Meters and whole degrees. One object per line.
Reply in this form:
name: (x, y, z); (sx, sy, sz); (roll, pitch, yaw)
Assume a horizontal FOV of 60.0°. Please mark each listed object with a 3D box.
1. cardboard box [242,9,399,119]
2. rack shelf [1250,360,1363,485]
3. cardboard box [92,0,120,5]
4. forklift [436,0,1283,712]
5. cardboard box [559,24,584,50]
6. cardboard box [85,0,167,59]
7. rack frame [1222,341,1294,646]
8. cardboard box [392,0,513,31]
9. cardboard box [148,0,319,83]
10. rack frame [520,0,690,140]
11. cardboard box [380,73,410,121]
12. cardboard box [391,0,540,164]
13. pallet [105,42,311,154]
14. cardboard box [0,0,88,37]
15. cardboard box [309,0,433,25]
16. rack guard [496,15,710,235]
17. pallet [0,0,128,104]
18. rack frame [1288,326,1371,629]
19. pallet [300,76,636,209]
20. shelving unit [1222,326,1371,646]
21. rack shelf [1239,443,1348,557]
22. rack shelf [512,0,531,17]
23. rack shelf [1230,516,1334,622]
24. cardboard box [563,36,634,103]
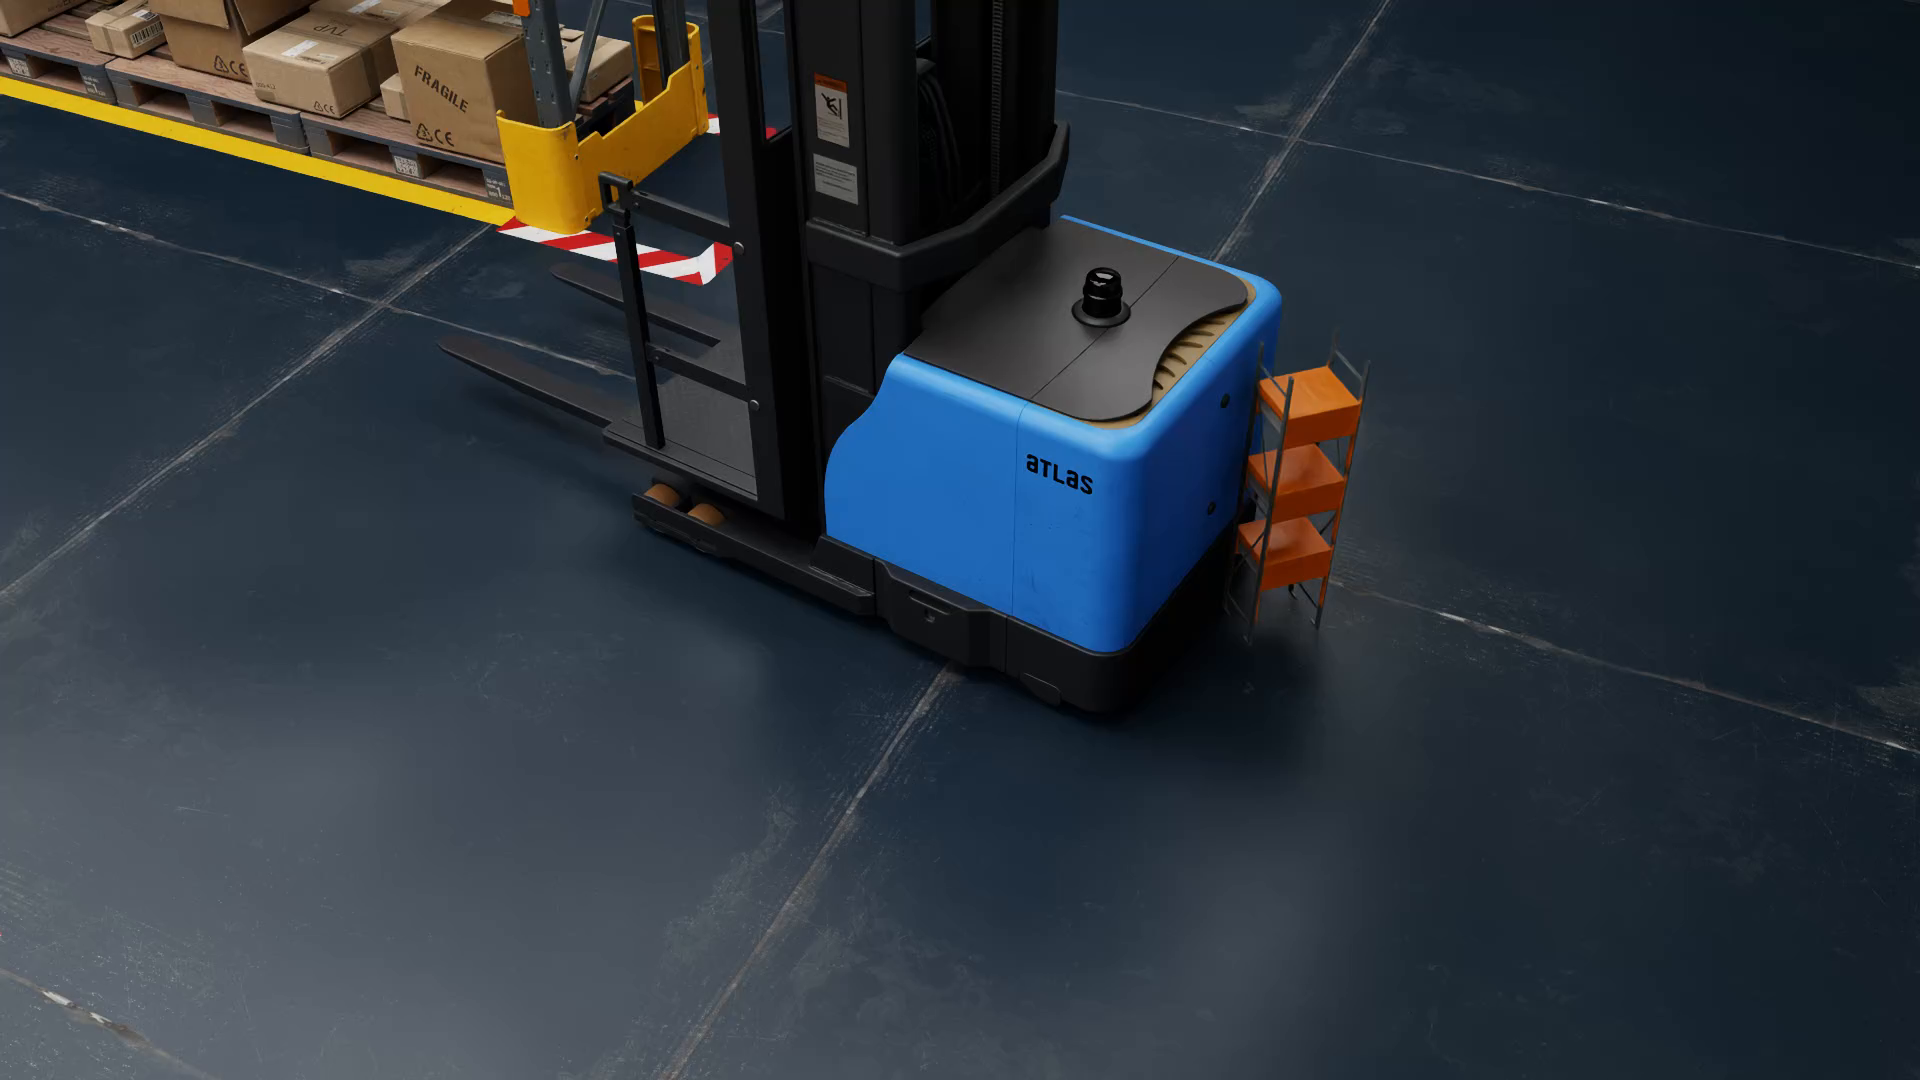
cardboard box: (-2.971, -2.243, 7.811); (0.500, 0.250, 0.500); (17, 44, 19)
rack shelf: (1.018, -0.348, 4.933); (0.240, 0.259, 0.215); (-13, 43, -14)
cardboard box: (-4.515, -3.171, 8.691); (0.500, 0.500, 0.500); (17, 44, 19)
forklift: (-0.527, -1.331, 5.048); (3.031, 2.935, 1.130); (23, 46, 24)
cardboard box: (-1.987, -2.316, 7.959); (0.250, 0.166, 0.380); (17, 44, 19)
cardboard box: (-4.074, -2.556, 8.236); (0.250, 0.166, 0.380); (17, 44, 19)
rack frame: (0.902, -0.116, 5.082); (0.008, 1.050, 0.200); (-13, 43, -14)
cardboard box: (-2.352, -2.415, 8.010); (0.500, 0.250, 0.500); (17, 44, 19)
cardboard box: (-3.446, -2.644, 8.081); (0.637, 0.503, 0.797); (17, 44, 19)
rack frame: (-1.526, -2.831, 6.726); (0.127, 3.000, 1.000); (17, 44, 19)
cardboard box: (-2.452, -2.096, 7.706); (0.250, 0.166, 0.380); (17, 44, 19)
cardboard box: (-2.123, -2.057, 7.405); (0.500, 0.500, 0.500); (17, 44, 19)
pallet: (-3.419, -2.357, 8.308); (1.213, 0.211, 1.003); (17, 44, 19)
cardboard box: (-4.862, -2.844, 8.458); (0.500, 0.311, 0.500); (17, 44, 19)
cardboard box: (-2.805, -2.554, 8.170); (0.500, 0.250, 0.500); (17, 44, 19)
rack guard: (-1.595, -1.907, 7.569); (0.348, 0.500, 1.175); (17, 44, 19)
pallet: (-4.529, -2.694, 8.697); (1.213, 0.211, 1.003); (17, 44, 19)
rack frame: (1.133, -0.168, 5.142); (0.008, 1.050, 0.200); (-13, 43, -14)
pallet: (-2.318, -2.018, 7.918); (1.213, 0.211, 1.003); (17, 44, 19)
shelving unit: (1.018, -0.142, 5.112); (0.252, 1.050, 0.215); (-13, 43, -14)
rack shelf: (1.018, -0.134, 5.119); (0.240, 0.259, 0.215); (-13, 43, -14)
rack shelf: (-3.338, -3.113, 7.600); (4.000, 0.370, 1.077); (17, 44, 19)
rack shelf: (1.018, 0.076, 5.301); (0.240, 0.259, 0.215); (-13, 43, -14)
cardboard box: (-1.760, -2.240, 7.885); (0.250, 0.149, 0.380); (17, 44, 19)
